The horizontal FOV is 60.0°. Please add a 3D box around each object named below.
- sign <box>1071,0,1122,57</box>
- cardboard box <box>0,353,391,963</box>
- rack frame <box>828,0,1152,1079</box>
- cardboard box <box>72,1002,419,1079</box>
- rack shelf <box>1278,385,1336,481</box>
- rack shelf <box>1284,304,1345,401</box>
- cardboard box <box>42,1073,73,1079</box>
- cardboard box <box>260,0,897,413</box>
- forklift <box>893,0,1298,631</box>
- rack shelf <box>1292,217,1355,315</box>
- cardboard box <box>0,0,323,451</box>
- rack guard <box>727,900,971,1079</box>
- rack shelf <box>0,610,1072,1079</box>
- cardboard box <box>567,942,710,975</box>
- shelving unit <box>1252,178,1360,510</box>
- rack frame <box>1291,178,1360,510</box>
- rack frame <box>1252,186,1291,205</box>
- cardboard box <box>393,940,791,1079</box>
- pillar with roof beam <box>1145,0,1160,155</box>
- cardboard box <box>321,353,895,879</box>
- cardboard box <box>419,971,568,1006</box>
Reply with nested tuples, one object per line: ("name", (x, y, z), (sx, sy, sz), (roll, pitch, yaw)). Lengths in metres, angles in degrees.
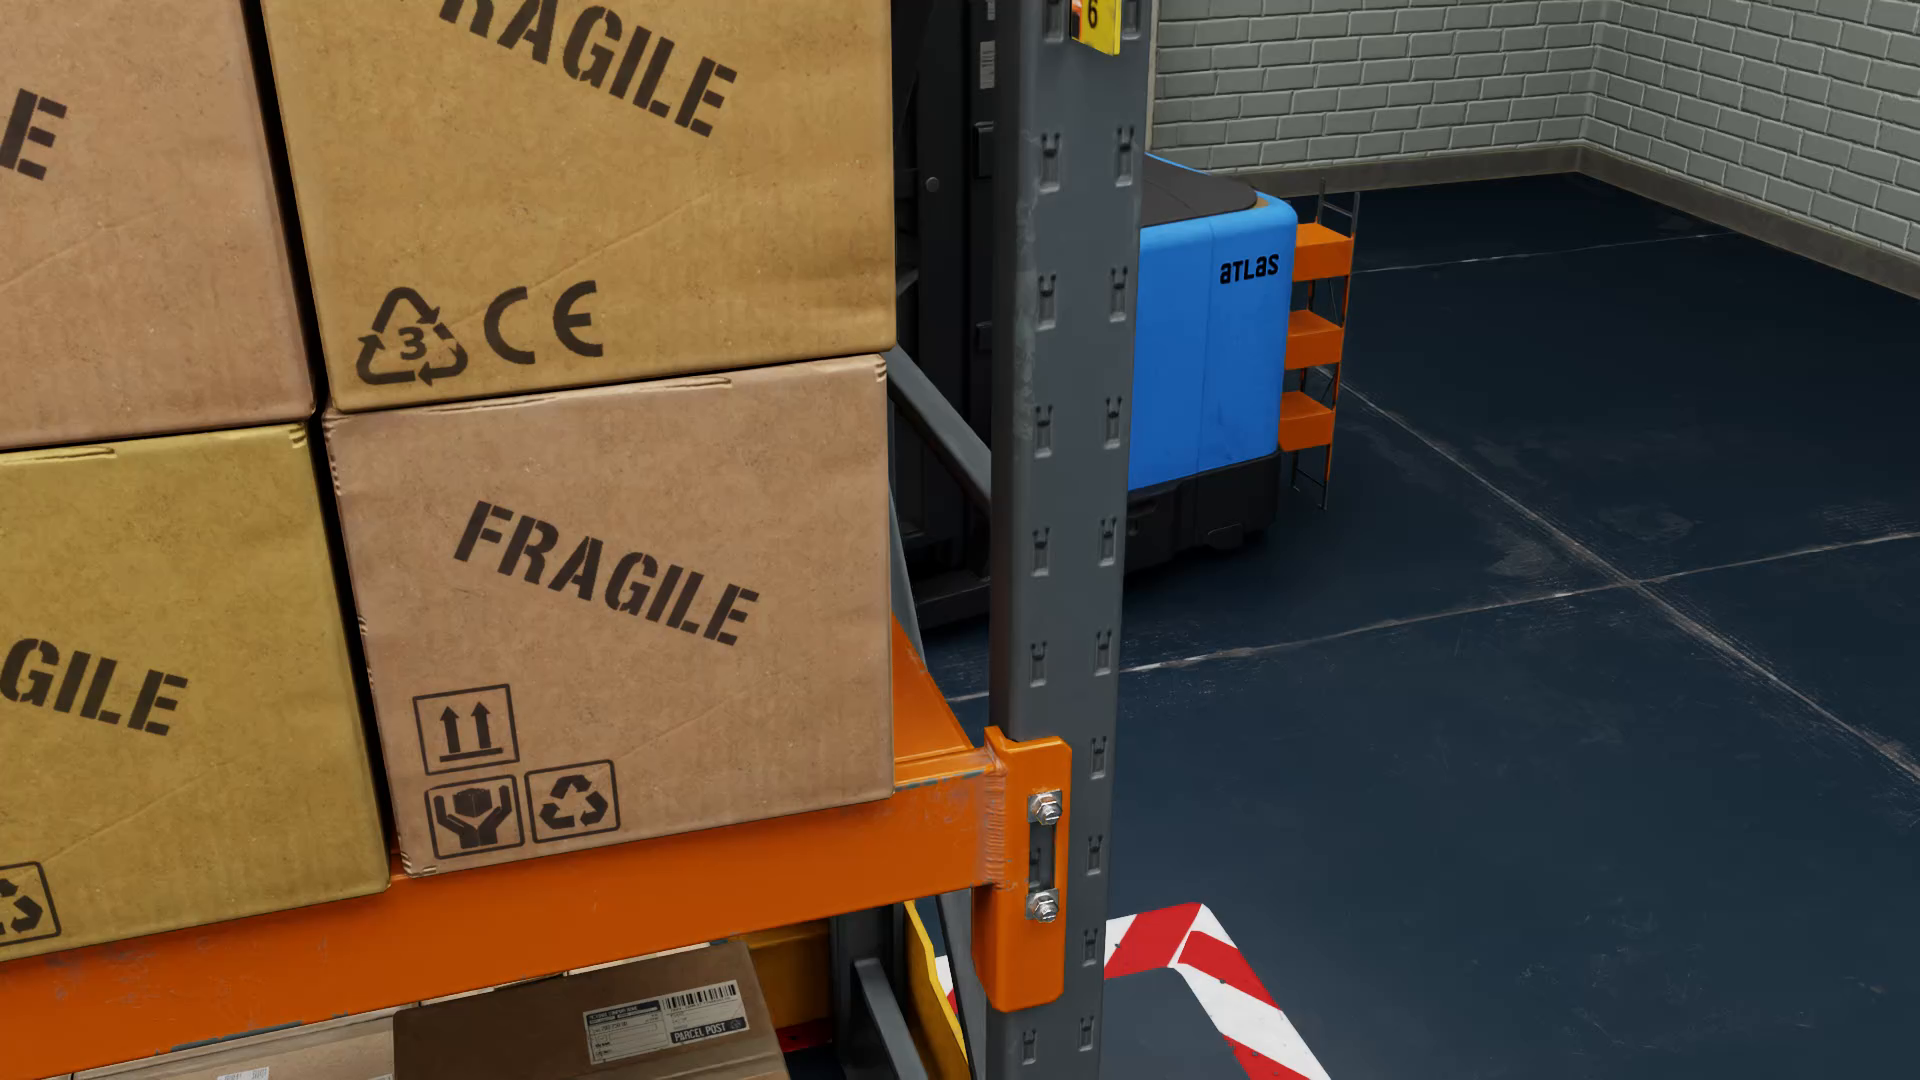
("sign", (0.117, -0.576, 1.380), (0.005, 0.325, 0.100), (-8, 28, -16))
("cardboard box", (-0.869, 0.051, 1.661), (0.500, 0.500, 0.500), (-8, 28, -16))
("rack frame", (-0.036, -0.154, 2.186), (0.127, 3.000, 1.000), (-8, 28, -16))
("cardboard box", (-1.116, 0.905, 2.652), (0.500, 0.250, 0.500), (-8, 28, -16))
("rack shelf", (1.045, -0.330, 5.382), (0.240, 0.259, 0.215), (-11, 28, -20))
("rack shelf", (1.045, -0.579, 5.259), (0.240, 0.259, 0.215), (-11, 28, -20))
("cardboard box", (-1.591, 0.973, 2.513), (0.500, 0.250, 0.500), (-8, 28, -16))
("cardboard box", (-0.374, -0.469, 1.584), (0.500, 0.500, 0.500), (-8, 28, -17))
("forklift", (-0.541, -1.172, 4.315), (3.031, 2.935, 1.130), (-14, 30, -27))
("rack shelf", (1.045, -0.833, 5.133), (0.240, 0.259, 0.215), (-11, 28, -20))
("cardboard box", (-0.854, -0.399, 1.443), (0.500, 0.500, 0.500), (-7, 27, -15))
("rack guard", (-0.108, 0.976, 2.721), (0.348, 0.500, 1.175), (-8, 28, -16))
("rack shelf", (-1.937, 0.444, 1.791), (4.000, 0.370, 1.077), (-8, 28, -16))
("cardboard box", (-0.540, 0.839, 2.899), (0.250, 0.149, 0.380), (-8, 28, -16))
("shelving unit", (1.045, -0.588, 5.254), (0.252, 1.050, 0.215), (-11, 28, -20))
("rack frame", (1.157, -0.609, 5.296), (0.008, 1.050, 0.200), (-11, 28, -20))
("rack frame", (0.932, -0.567, 5.212), (0.008, 1.050, 0.200), (-11, 28, -20))
("cardboard box", (-0.476, 0.948, 2.284), (0.500, 0.500, 0.500), (-8, 28, -16))
("pillar with roof beam", (2.059, -3.852, 2.889), (0.400, 9.000, 9.100), (-8, 28, -16))
("cardboard box", (-0.377, -0.022, 1.808), (0.500, 0.500, 0.500), (-7, 27, -15))
("cardboard box", (-0.778, 0.865, 2.826), (0.250, 0.166, 0.380), (-8, 28, -16))
